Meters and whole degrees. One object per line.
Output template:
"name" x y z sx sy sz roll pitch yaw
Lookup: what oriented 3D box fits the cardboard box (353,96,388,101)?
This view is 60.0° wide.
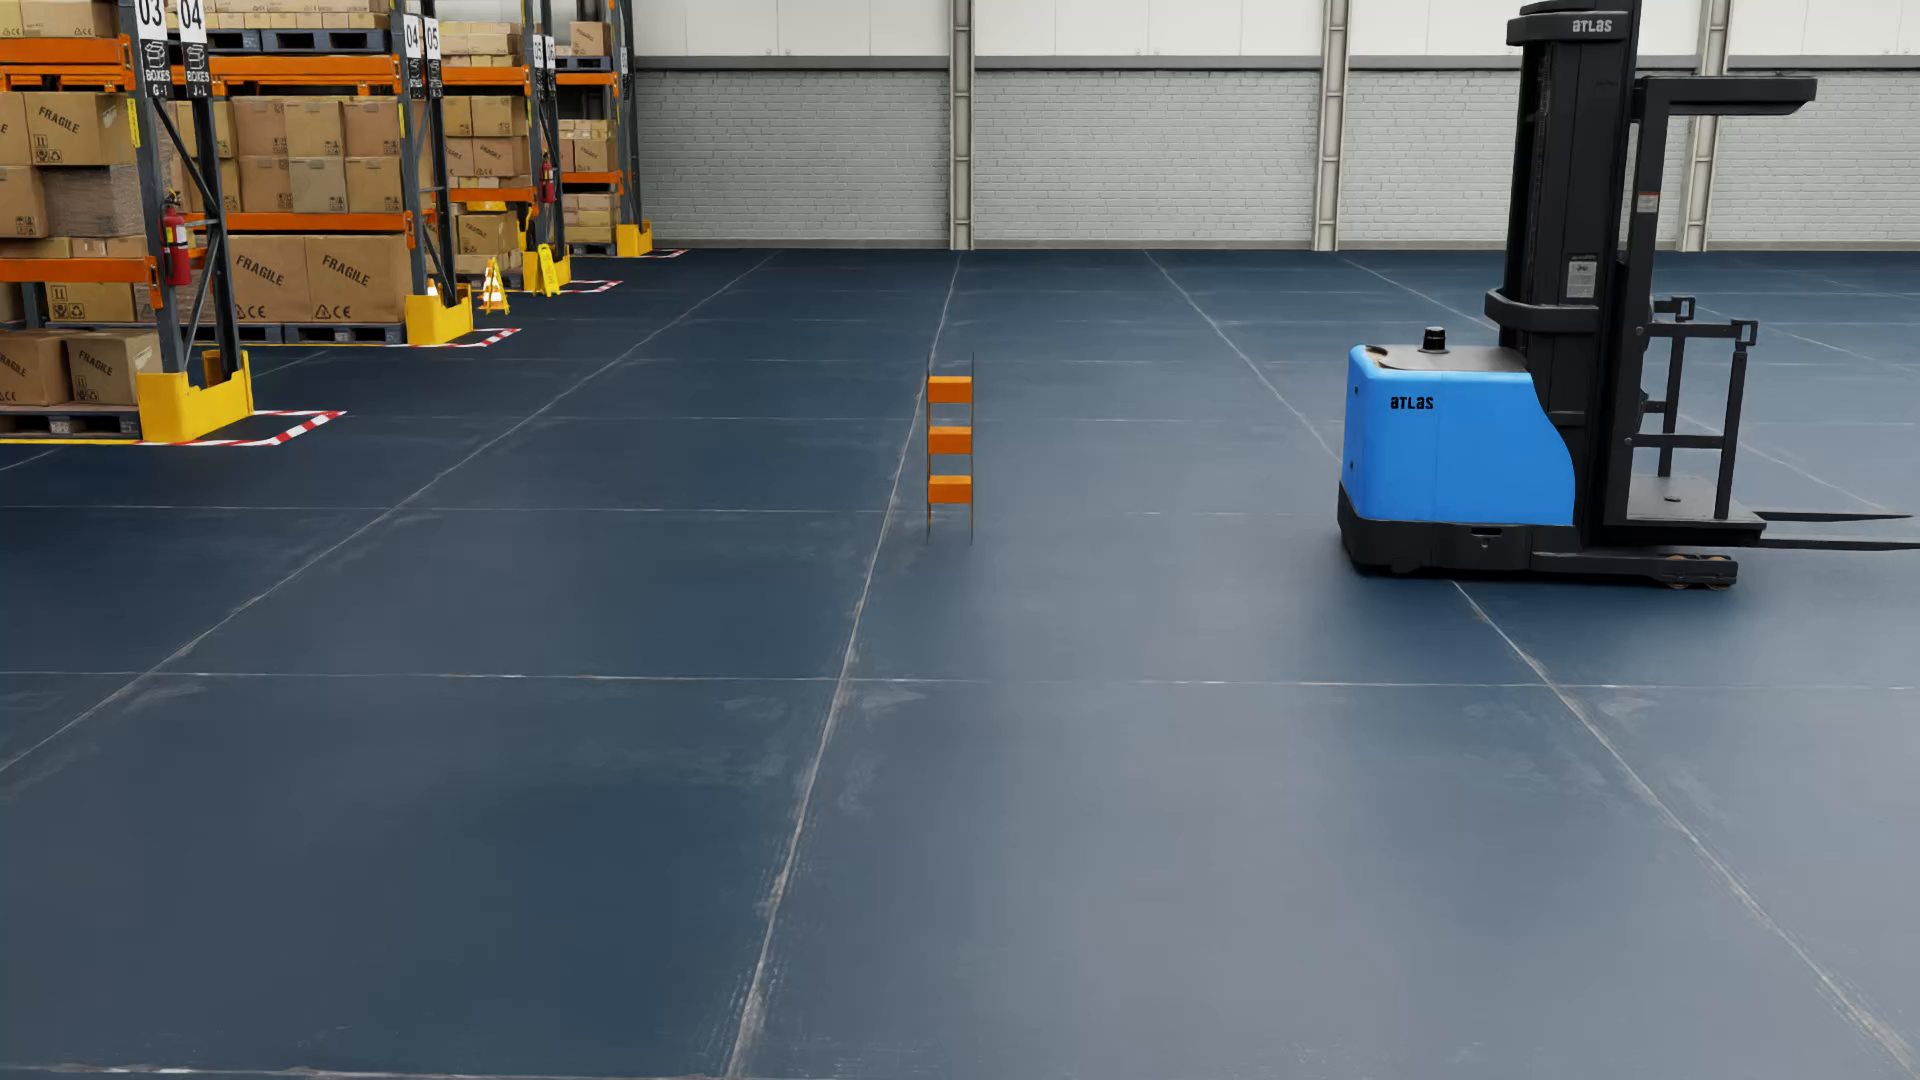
"cardboard box" -7.441 -5.475 21.474 0.500 0.500 0.700 0 15 1

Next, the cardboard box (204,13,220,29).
"cardboard box" -7.303 -5.074 16.285 0.250 0.149 0.380 1 15 2

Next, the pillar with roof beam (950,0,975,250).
"pillar with roof beam" -0.074 -8.095 22.382 0.400 9.000 9.100 0 15 1

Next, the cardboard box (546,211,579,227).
"cardboard box" -6.284 -5.142 26.535 0.500 0.250 0.500 0 15 1

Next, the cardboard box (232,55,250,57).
"cardboard box" -9.102 -6.121 21.272 0.250 0.149 0.380 0 15 1

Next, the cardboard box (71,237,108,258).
"cardboard box" -6.205 -2.133 12.038 0.250 0.149 0.380 0 15 1

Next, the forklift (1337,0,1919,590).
"forklift" 3.605 -1.308 8.552 3.031 2.935 1.130 2 15 7

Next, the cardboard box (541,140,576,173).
"cardboard box" -6.306 -6.087 26.336 0.500 0.500 0.500 1 15 3

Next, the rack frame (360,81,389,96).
"rack frame" -9.287 -6.123 26.668 0.127 3.000 1.000 0 15 1

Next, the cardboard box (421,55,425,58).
"cardboard box" -6.792 -6.103 21.204 0.250 0.149 0.380 0 15 1

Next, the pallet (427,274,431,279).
"pallet" -7.515 -3.506 22.215 1.213 0.211 1.003 0 15 1

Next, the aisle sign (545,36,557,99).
"aisle sign" -5.342 -6.167 21.737 0.004 0.787 0.394 0 15 1

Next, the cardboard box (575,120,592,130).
"cardboard box" -5.900 -6.545 26.216 0.250 0.149 0.380 0 15 2

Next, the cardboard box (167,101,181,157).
"cardboard box" -7.979 -4.165 16.836 0.550 0.550 0.875 0 15 1

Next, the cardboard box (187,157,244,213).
"cardboard box" -7.447 -3.658 17.031 0.500 0.550 0.875 0 15 1

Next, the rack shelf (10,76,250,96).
"rack shelf" -11.410 -5.973 21.628 4.000 0.370 1.077 0 15 1

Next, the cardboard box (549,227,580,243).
"cardboard box" -6.263 -4.899 26.594 0.500 0.250 0.500 0 15 1

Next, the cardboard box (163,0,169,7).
"cardboard box" -5.934 -3.935 12.008 0.250 0.149 0.380 0 15 1

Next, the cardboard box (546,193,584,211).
"cardboard box" -6.268 -5.379 26.455 0.500 0.250 0.500 1 15 2

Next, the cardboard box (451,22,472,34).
"cardboard box" -6.270 -6.481 21.073 0.250 0.149 0.380 0 15 1

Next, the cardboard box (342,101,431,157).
"cardboard box" -5.807 -4.175 16.873 0.550 0.550 0.875 0 15 1

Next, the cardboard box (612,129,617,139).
"cardboard box" -5.621 -6.527 26.732 0.250 0.149 0.380 0 15 0

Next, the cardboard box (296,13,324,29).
"cardboard box" -6.287 -5.067 16.260 0.250 0.149 0.380 1 15 2

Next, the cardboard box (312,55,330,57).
"cardboard box" -8.078 -6.116 21.252 0.250 0.149 0.380 0 15 0

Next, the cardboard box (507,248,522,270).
"cardboard box" -6.211 -3.780 22.355 0.500 0.250 0.500 0 15 1

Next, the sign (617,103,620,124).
"sign" -5.316 -6.633 25.867 0.005 0.325 0.100 0 15 1

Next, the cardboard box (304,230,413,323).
"cardboard box" -6.117 -2.731 17.154 0.875 0.875 0.875 0 15 2

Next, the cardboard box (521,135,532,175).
"cardboard box" -5.878 -5.097 22.000 0.500 0.500 0.500 0 15 1

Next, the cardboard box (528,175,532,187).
"cardboard box" -5.746 -4.765 22.011 0.250 0.149 0.380 0 15 2

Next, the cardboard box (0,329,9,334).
"cardboard box" -7.512 -1.311 12.504 0.500 0.500 0.500 2 15 7

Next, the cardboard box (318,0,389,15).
"cardboard box" -5.934 -5.273 16.258 0.500 0.250 0.500 1 15 2

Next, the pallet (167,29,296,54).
"pallet" -7.402 -4.985 16.648 1.213 0.211 1.003 0 15 1

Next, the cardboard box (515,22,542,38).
"cardboard box" -6.759 -7.820 26.004 0.500 0.500 0.700 0 15 2

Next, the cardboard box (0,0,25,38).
"cardboard box" -6.653 -3.622 11.604 0.500 0.250 0.500 0 15 2

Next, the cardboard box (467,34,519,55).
"cardboard box" -5.930 -6.287 21.121 0.500 0.250 0.500 0 15 1

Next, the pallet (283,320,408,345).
"pallet" -6.238 -2.205 17.283 1.213 0.211 1.003 0 15 1

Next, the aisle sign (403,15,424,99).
"aisle sign" -5.374 -4.748 16.360 0.004 0.787 0.394 0 15 1

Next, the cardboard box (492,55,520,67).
"cardboard box" -5.776 -6.091 21.159 0.250 0.149 0.380 0 15 2

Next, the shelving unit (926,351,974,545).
"shelving unit" -0.053 -0.508 9.207 0.252 1.050 0.215 0 15 1

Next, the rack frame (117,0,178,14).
"rack frame" -5.665 -5.204 11.426 0.127 3.000 1.000 0 15 1

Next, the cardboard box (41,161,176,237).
"cardboard box" -6.214 -2.506 12.181 0.500 0.500 0.875 0 15 1

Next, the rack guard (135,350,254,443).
"rack guard" -5.741 -1.096 12.513 0.348 0.500 1.175 0 15 1

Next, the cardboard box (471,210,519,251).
"cardboard box" -6.235 -4.143 22.260 0.500 0.500 0.500 0 15 0

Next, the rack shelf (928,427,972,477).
"rack shelf" -0.053 -0.498 9.210 0.240 0.259 0.215 0 15 1

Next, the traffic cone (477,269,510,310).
"traffic cone" -5.563 -2.993 19.777 0.334 0.463 0.336 0 15 1

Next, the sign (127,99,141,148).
"sign" -5.699 -2.875 11.468 0.005 0.325 0.100 0 15 1

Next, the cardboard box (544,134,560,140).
"cardboard box" -6.404 -6.406 26.271 0.250 0.149 0.380 0 15 1

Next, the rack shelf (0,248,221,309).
"rack shelf" -7.664 -1.969 12.333 4.000 0.370 1.077 0 15 1

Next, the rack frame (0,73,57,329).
"rack frame" -9.436 -3.594 17.082 0.127 3.000 1.000 0 15 1

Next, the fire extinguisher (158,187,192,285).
"fire extinguisher" -5.562 -2.148 11.753 0.183 0.674 0.296 0 15 1

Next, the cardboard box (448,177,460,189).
"cardboard box" -6.561 -4.632 21.508 0.250 0.149 0.380 1 15 2

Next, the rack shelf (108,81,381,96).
"rack shelf" -11.287 -7.238 26.426 4.000 0.370 1.077 0 15 1

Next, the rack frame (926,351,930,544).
"rack frame" -0.175 -0.509 9.210 0.008 1.050 0.200 0 15 1
